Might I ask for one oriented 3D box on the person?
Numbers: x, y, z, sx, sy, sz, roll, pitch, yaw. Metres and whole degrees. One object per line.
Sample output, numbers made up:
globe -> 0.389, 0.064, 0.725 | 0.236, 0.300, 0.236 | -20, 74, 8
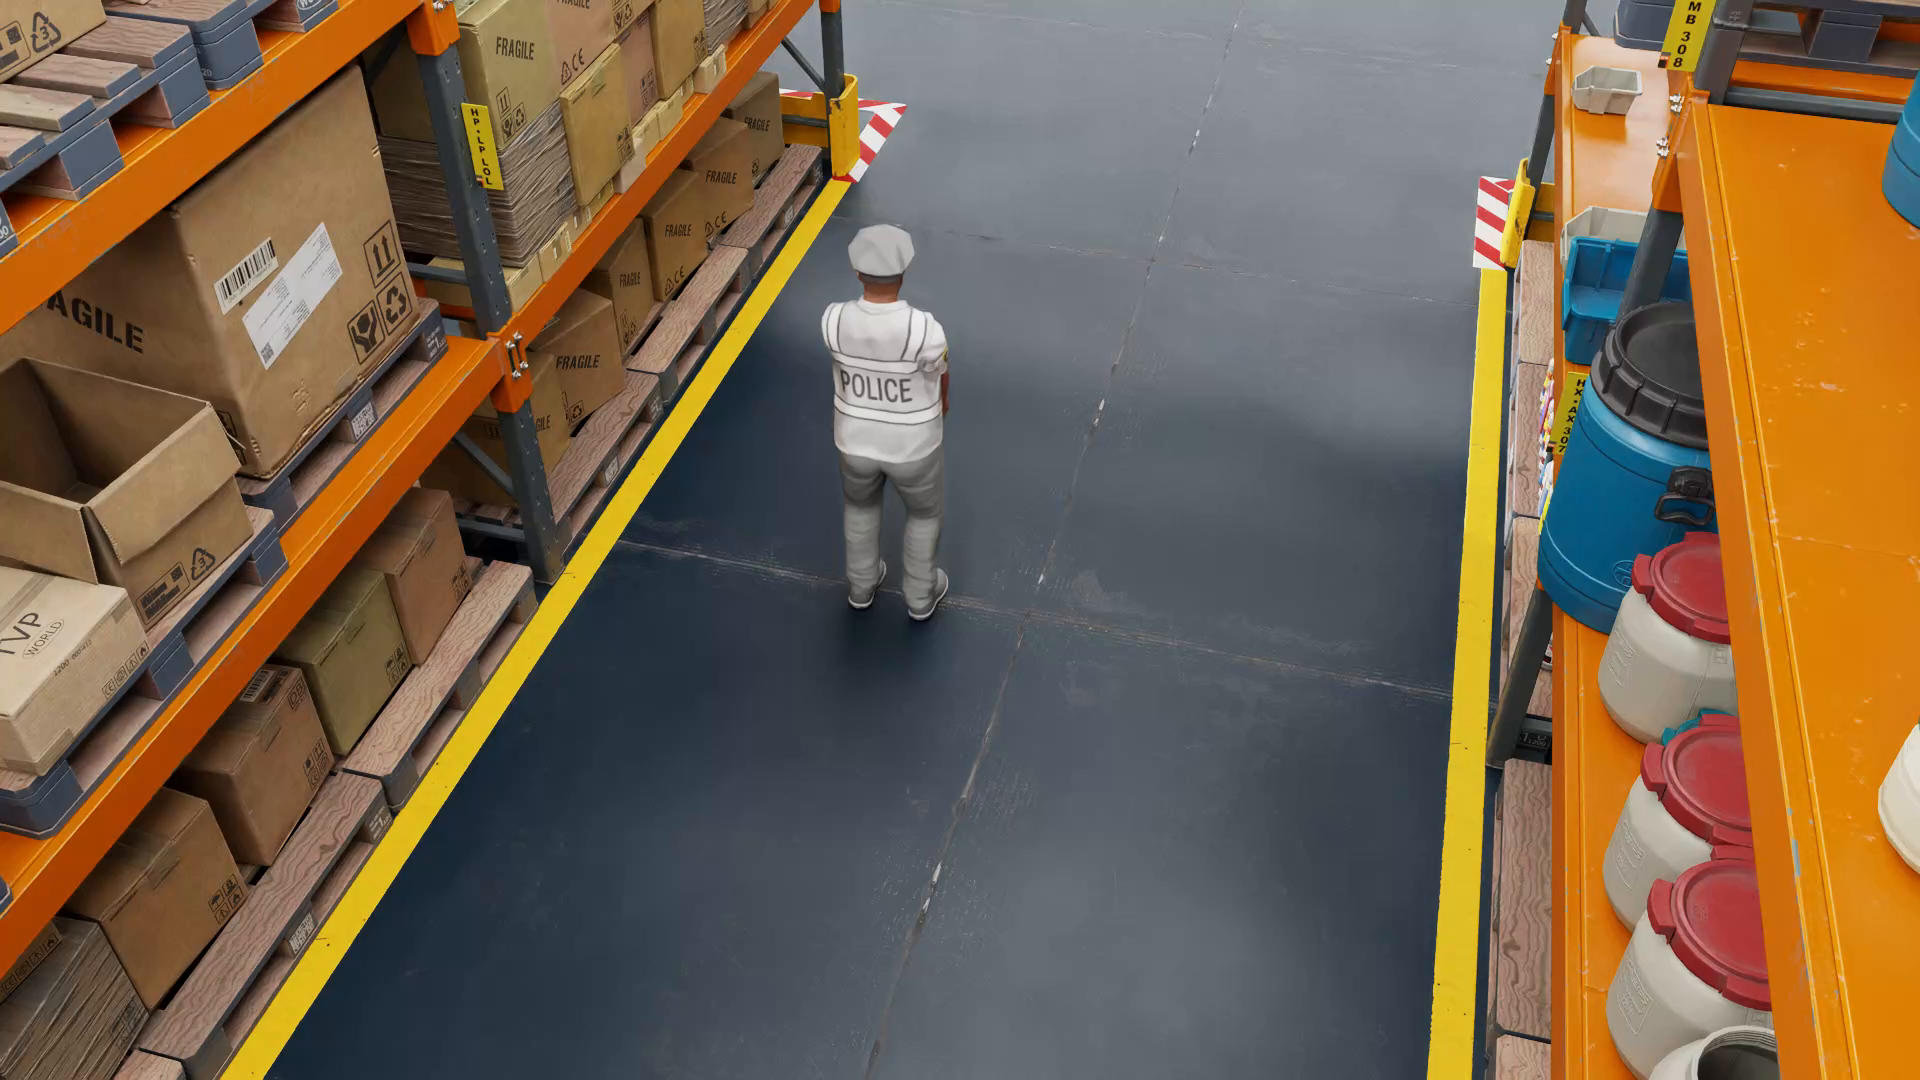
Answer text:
person -> -0.277, -0.467, 6.692 | 0.490, 1.764, 0.576 | 9, 42, 11
